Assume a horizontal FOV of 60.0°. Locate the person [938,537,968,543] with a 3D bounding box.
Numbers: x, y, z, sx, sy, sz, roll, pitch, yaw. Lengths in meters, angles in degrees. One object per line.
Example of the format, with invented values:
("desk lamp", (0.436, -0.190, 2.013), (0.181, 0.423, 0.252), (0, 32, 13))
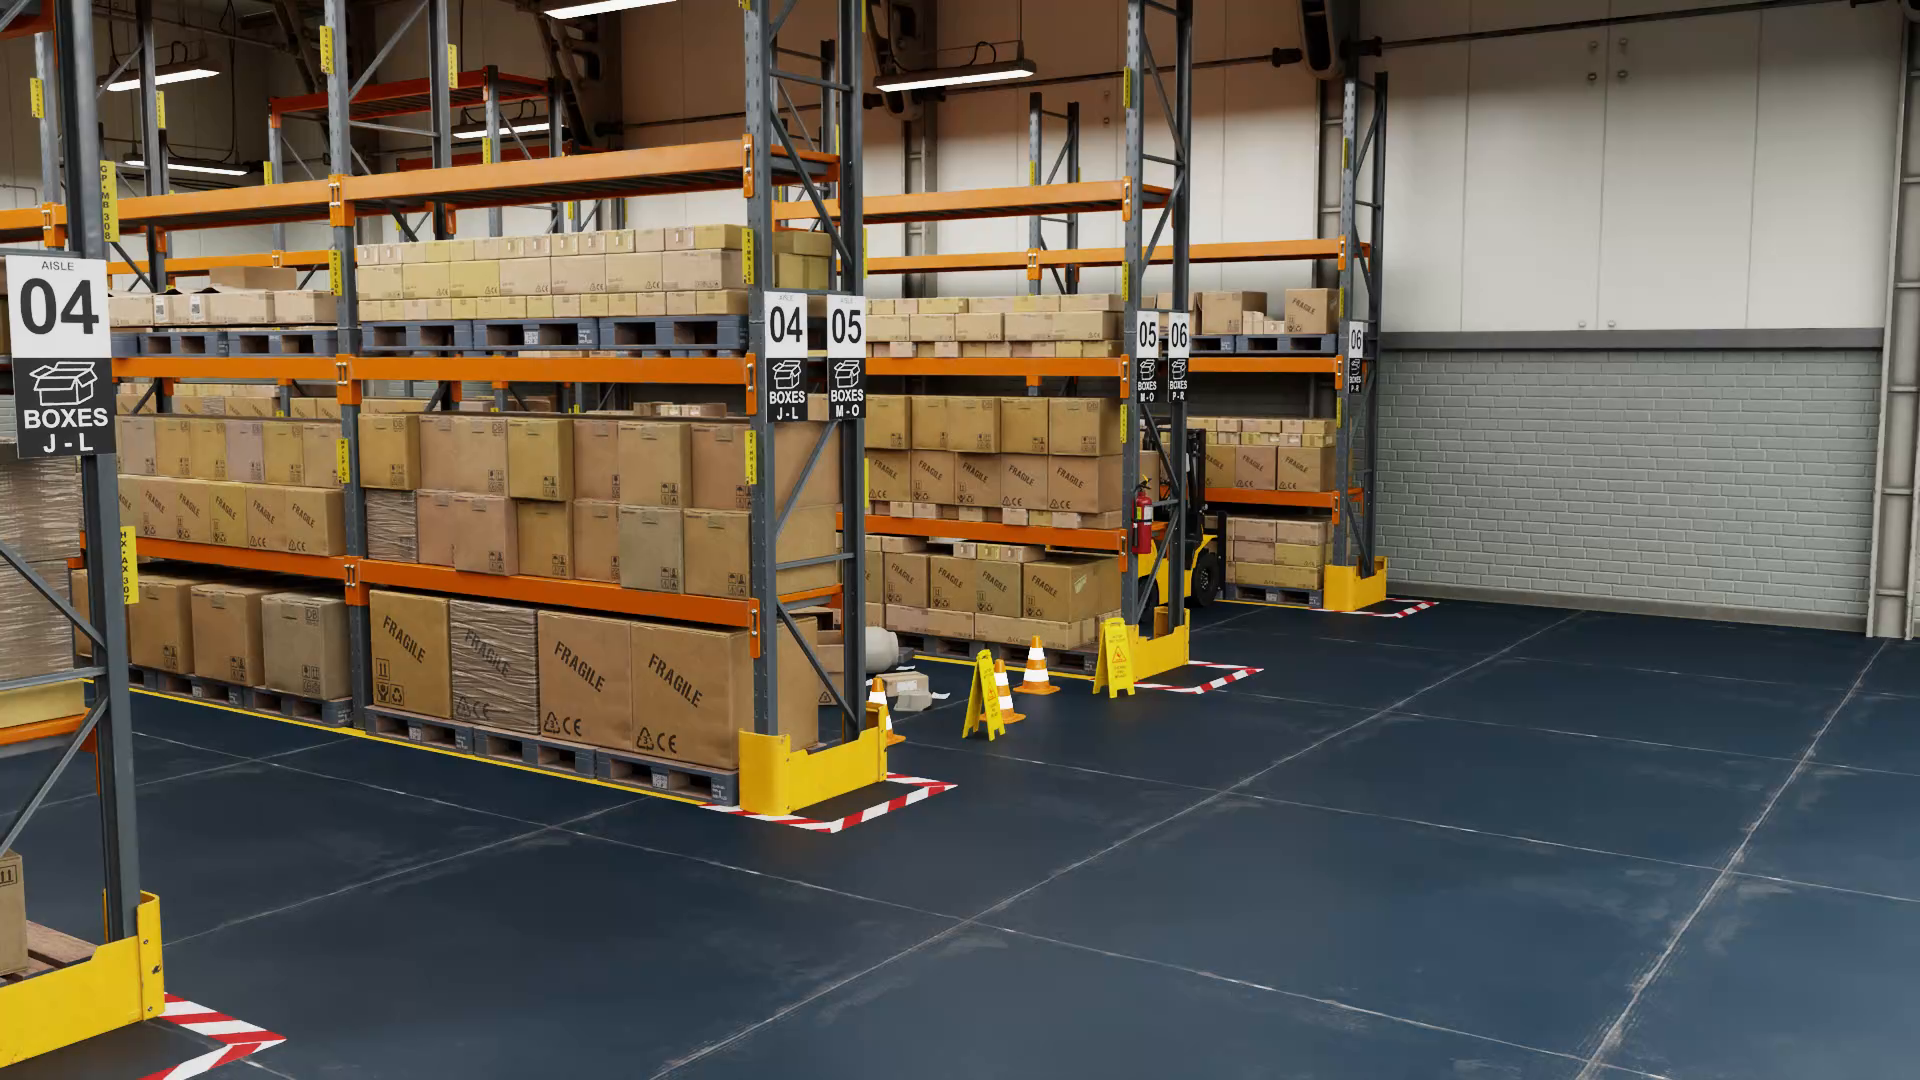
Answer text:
("person", (0.106, 0.083, 18.498), (0.501, 1.413, 0.935), (4, 7, 32))
